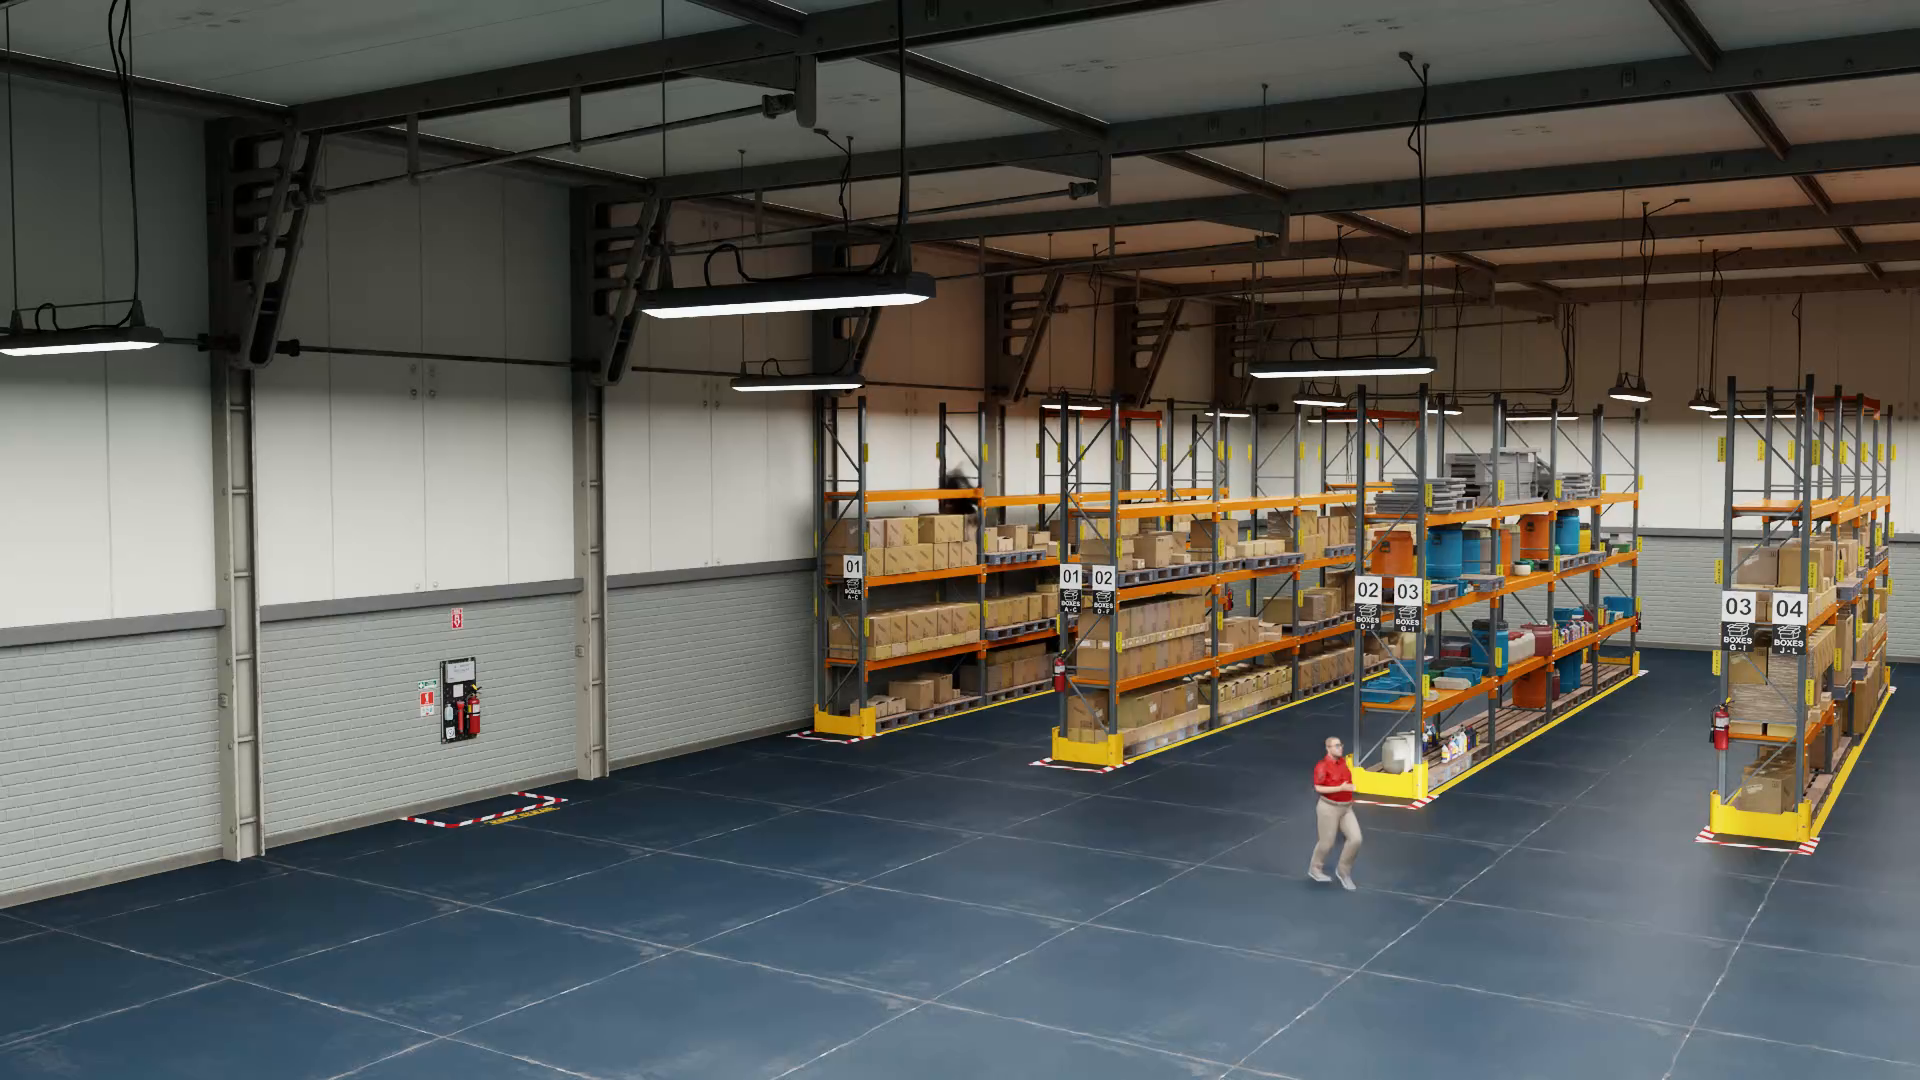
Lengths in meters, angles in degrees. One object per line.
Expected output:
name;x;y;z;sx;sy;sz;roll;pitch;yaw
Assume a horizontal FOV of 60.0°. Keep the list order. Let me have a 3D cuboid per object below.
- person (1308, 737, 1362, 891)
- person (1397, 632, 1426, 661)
person;4.323;3.149;19.097;0.640;1.781;0.727;-2;4;-32
person;9.141;2.425;33.716;0.581;1.624;0.549;1;3;21
